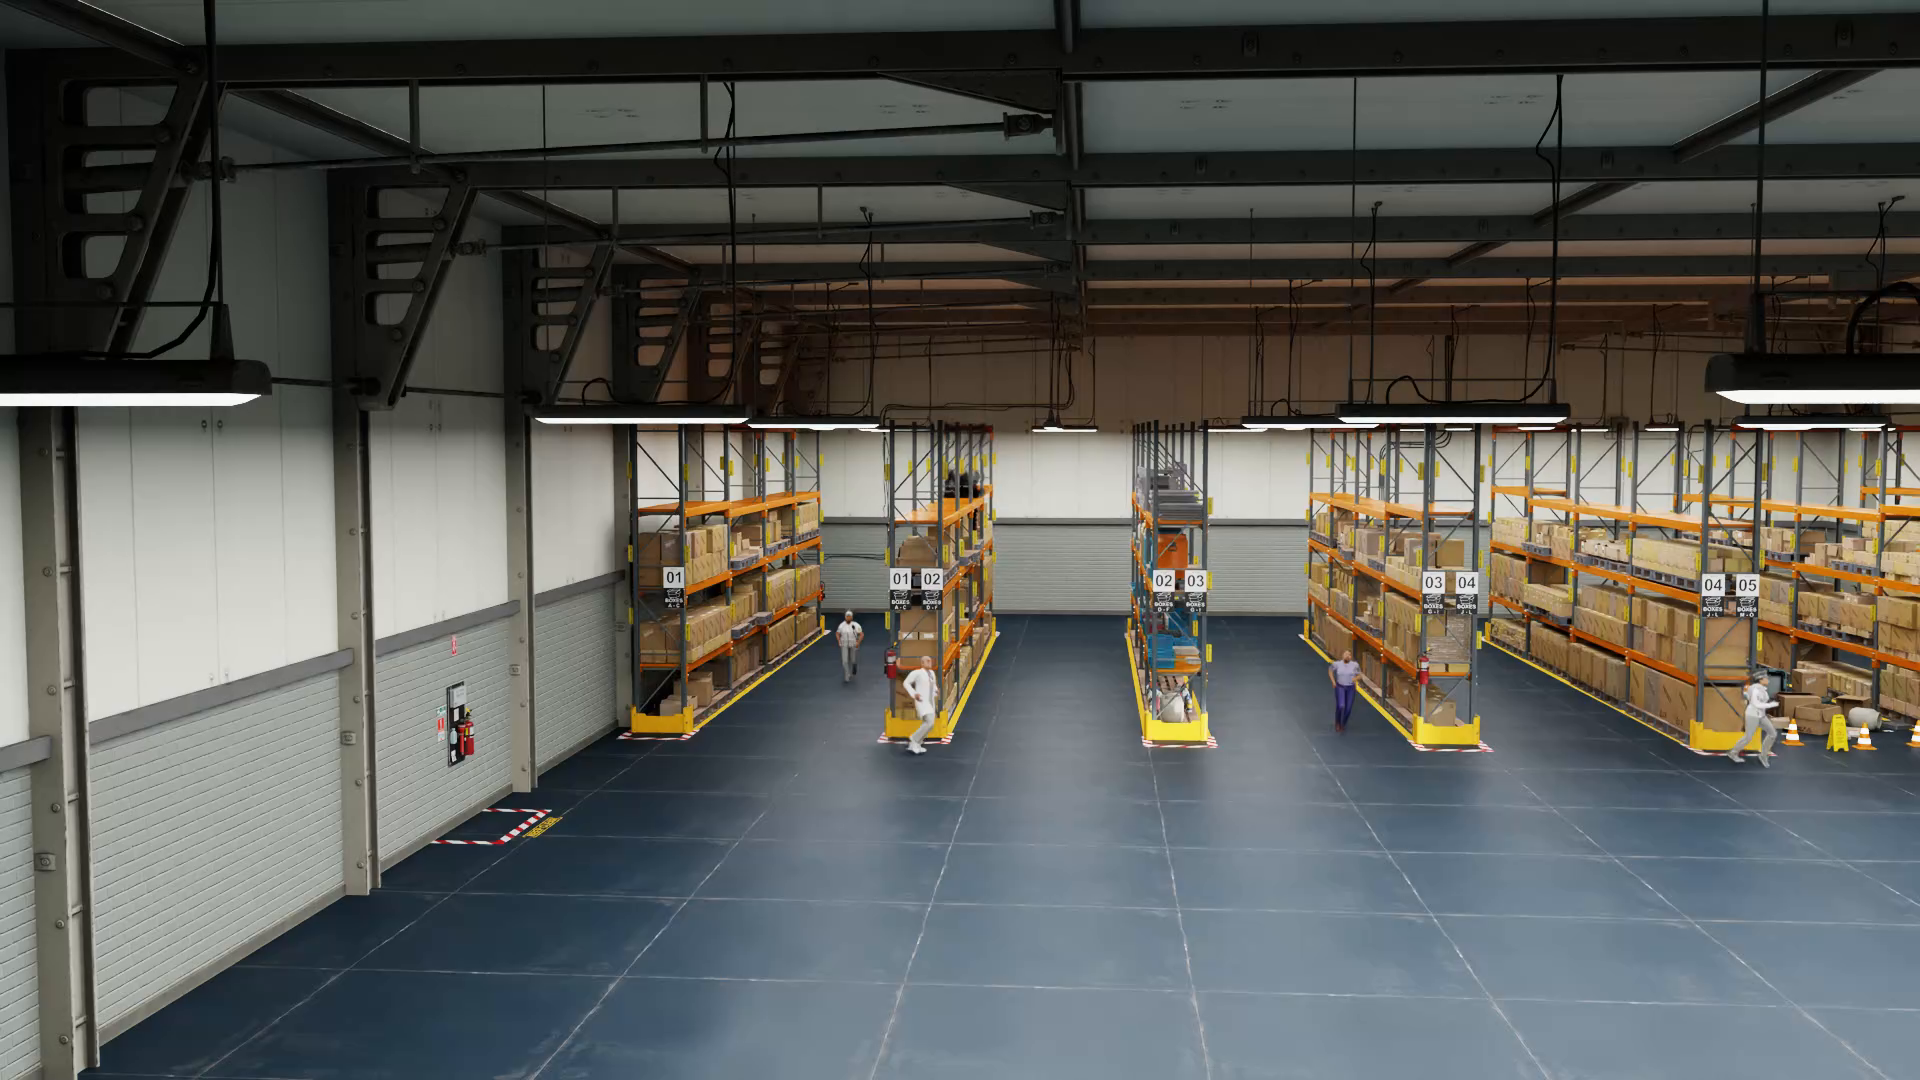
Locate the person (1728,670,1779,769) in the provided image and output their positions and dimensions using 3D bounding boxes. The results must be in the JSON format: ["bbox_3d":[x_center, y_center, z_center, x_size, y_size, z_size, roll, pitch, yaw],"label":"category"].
[{"bbox_3d":[13.692,3.070,28.663,0.810,1.707,0.639,3,5,40],"label":"person"}]

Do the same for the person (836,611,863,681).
[{"bbox_3d":[-2.577,2.458,38.720,0.648,1.616,0.629,0,4,2],"label":"person"}]

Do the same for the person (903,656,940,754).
[{"bbox_3d":[-0.629,2.951,29.899,0.600,1.741,0.740,3,4,36],"label":"person"}]

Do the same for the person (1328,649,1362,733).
[{"bbox_3d":[7.392,2.897,31.883,0.595,1.606,0.663,0,4,3],"label":"person"}]
